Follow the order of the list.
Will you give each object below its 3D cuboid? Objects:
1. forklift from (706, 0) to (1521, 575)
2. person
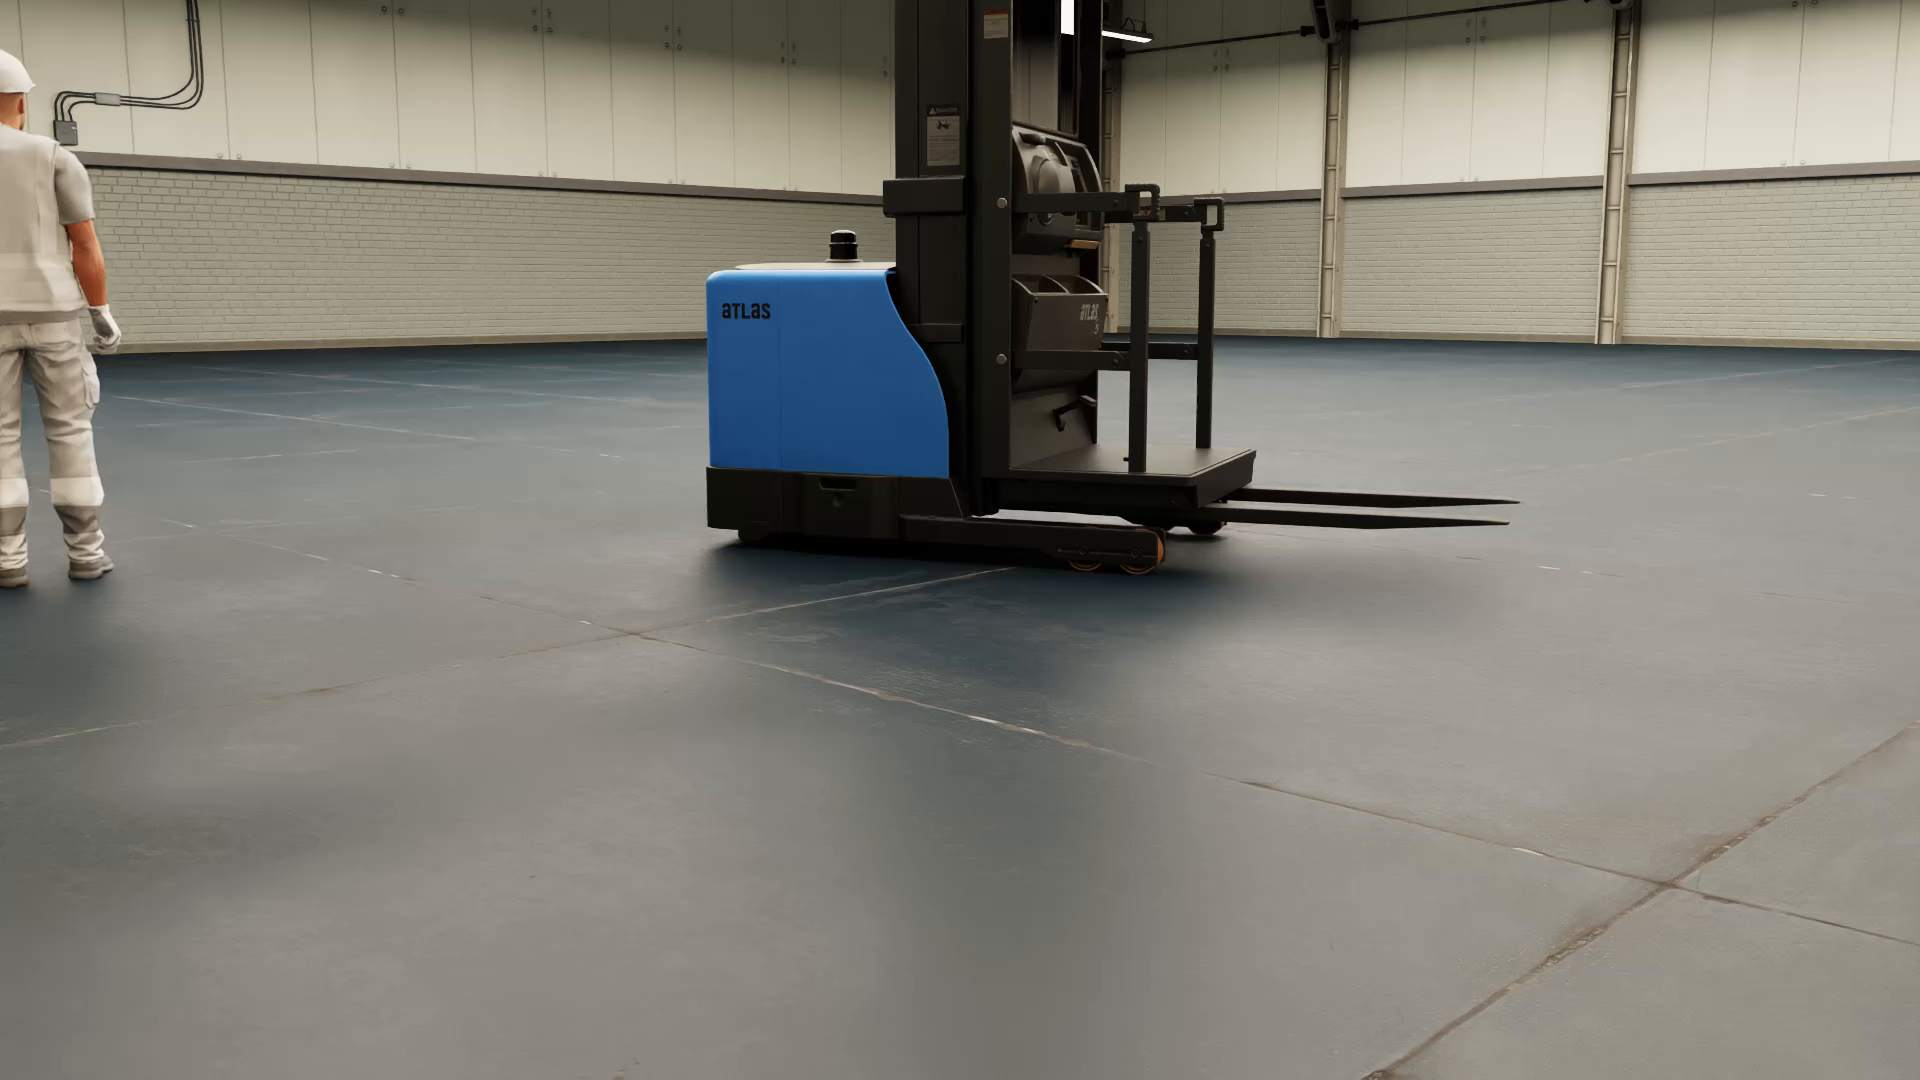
[{"bbox_3d":[0.565,-1.416,6.275,3.031,2.935,1.130,3,9,22],"label":"forklift"},{"bbox_3d":[-3.210,-0.749,5.686,0.603,1.795,0.374,-4,9,-26],"label":"person"}]
